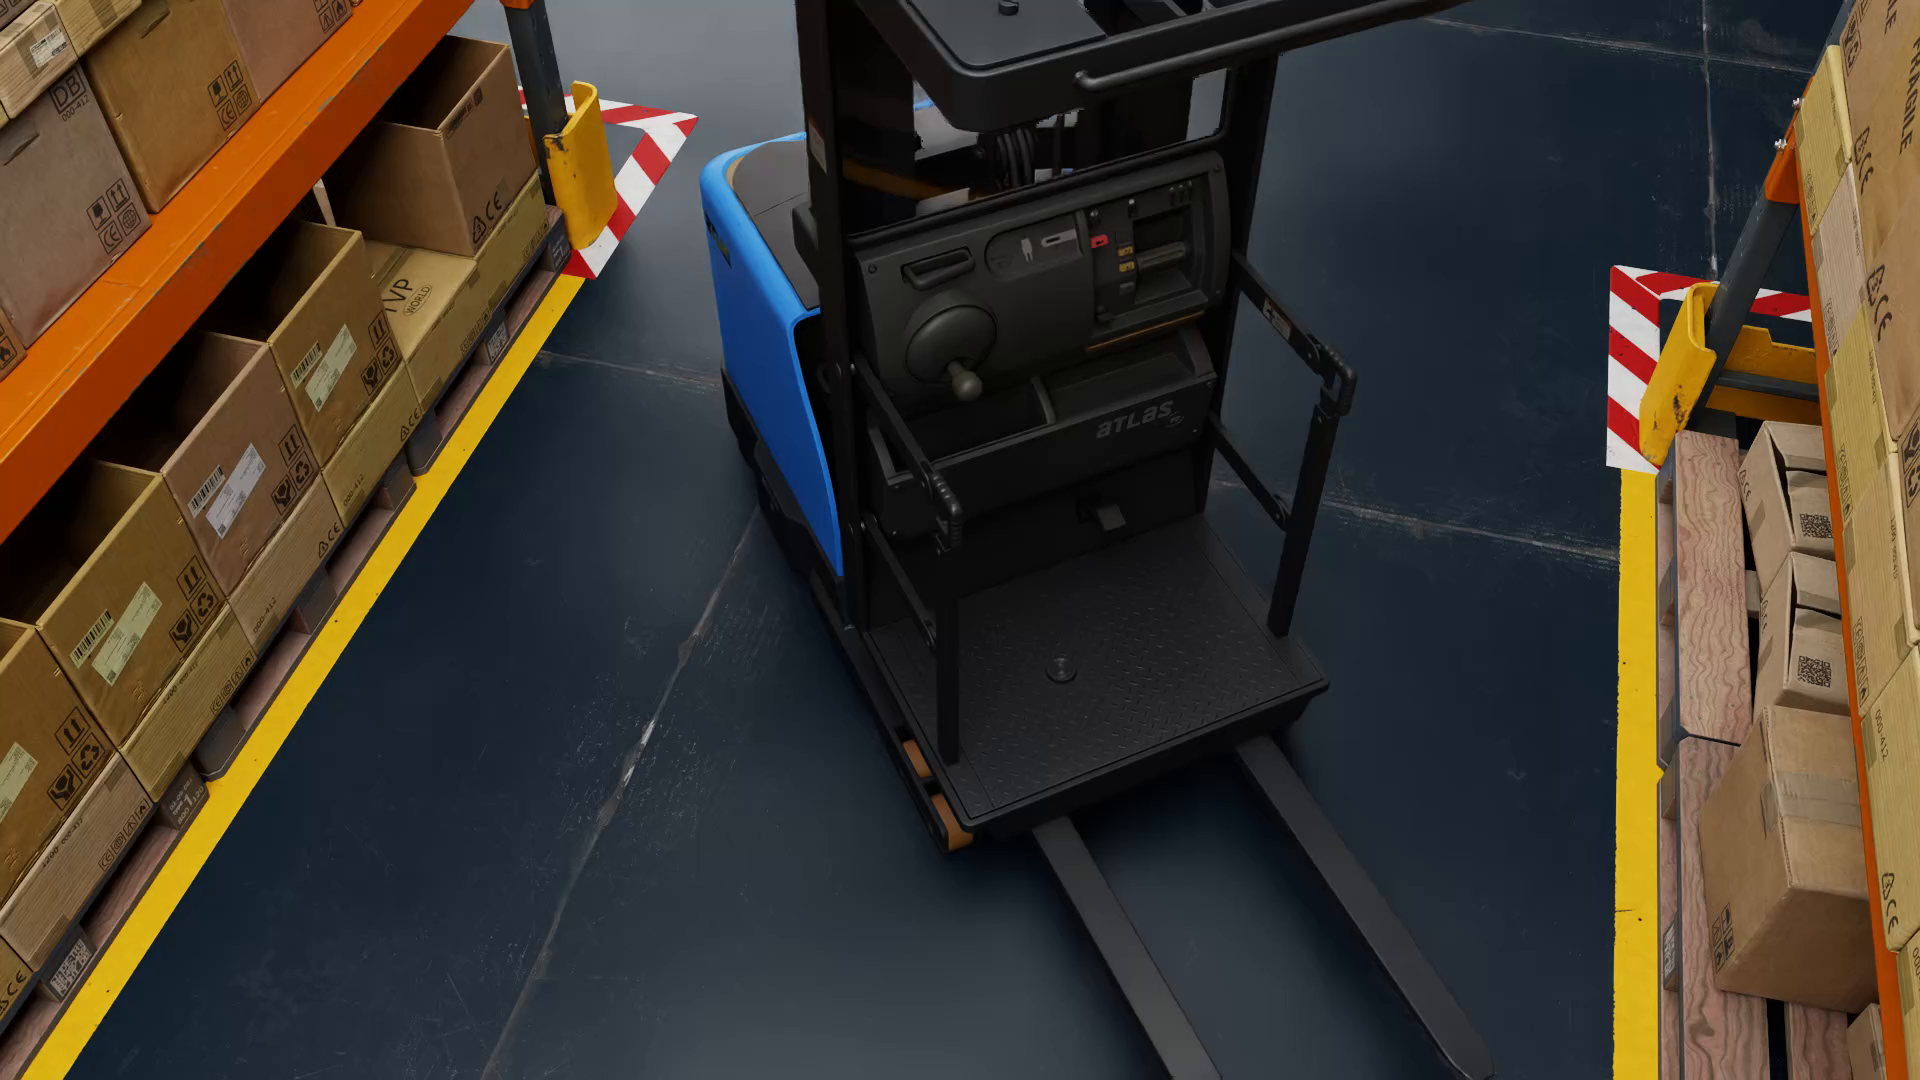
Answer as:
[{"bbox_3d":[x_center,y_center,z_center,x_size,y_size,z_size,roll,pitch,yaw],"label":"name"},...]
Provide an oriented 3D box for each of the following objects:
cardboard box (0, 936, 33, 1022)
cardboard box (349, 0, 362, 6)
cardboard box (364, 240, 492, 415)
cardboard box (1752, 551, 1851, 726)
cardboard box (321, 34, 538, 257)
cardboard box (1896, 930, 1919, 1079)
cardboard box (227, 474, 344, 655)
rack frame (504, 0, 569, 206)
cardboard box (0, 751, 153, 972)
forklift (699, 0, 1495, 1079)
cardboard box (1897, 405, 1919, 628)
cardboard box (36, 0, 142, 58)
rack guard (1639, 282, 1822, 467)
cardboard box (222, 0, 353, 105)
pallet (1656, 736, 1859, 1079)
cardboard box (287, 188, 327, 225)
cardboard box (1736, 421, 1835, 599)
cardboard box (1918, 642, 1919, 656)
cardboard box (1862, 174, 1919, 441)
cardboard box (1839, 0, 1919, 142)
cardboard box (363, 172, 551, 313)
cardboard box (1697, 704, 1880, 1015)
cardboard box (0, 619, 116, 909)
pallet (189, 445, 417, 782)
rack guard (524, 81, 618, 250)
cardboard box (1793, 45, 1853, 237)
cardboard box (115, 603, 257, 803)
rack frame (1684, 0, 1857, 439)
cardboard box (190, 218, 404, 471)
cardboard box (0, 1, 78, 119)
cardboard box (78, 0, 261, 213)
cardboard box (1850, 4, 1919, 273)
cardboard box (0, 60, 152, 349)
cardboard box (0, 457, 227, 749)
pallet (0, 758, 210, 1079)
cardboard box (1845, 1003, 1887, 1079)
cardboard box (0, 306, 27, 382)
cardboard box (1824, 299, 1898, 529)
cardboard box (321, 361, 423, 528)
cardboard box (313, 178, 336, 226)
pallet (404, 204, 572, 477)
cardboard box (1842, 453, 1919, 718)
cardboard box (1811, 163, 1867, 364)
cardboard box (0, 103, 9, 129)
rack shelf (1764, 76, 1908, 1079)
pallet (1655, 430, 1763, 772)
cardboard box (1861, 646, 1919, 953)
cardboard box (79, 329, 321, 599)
[{"bbox_3d":[-2.551,1.103,3.830,0.500,0.250,0.500,12,50,10],"label":"cardboard box"},{"bbox_3d":[-2.048,-1.984,4.934,0.700,0.500,0.500,12,50,10],"label":"cardboard box"},{"bbox_3d":[-1.889,-0.705,5.425,0.500,0.250,0.500,12,50,10],"label":"cardboard box"},{"bbox_3d":[2.448,0.328,4.460,0.500,0.311,0.500,15,50,13],"label":"cardboard box"},{"bbox_3d":[-1.767,-1.317,5.465,0.500,0.500,0.500,12,50,10],"label":"cardboard box"},{"bbox_3d":[1.786,0.864,2.573,0.500,0.250,0.500,12,50,10],"label":"cardboard box"},{"bbox_3d":[-2.152,0.018,4.787,0.500,0.250,0.500,12,50,10],"label":"cardboard box"},{"bbox_3d":[-1.913,-2.286,5.267,1.000,3.000,0.127,12,50,10],"label":"rack frame"},{"bbox_3d":[-2.414,0.742,4.148,0.500,0.250,0.500,12,50,10],"label":"cardboard box"},{"bbox_3d":[0.307,-0.509,3.745,1.130,2.935,3.031,-19,51,-16],"label":"forklift"},{"bbox_3d":[2.046,-0.127,2.948,0.500,0.500,0.500,13,50,11],"label":"cardboard box"},{"bbox_3d":[-2.169,-1.283,3.882,0.380,0.149,0.250,13,50,11],"label":"cardboard box"},{"bbox_3d":[2.847,-0.429,5.295,1.175,0.500,0.348,12,50,10],"label":"rack guard"},{"bbox_3d":[-2.182,-1.603,4.598,0.700,0.500,0.500,13,50,11],"label":"cardboard box"},{"bbox_3d":[2.276,1.127,4.115,1.003,0.211,1.213,12,50,10],"label":"pallet"},{"bbox_3d":[-2.398,-1.057,5.236,0.500,0.500,0.500,12,50,10],"label":"cardboard box"},{"bbox_3d":[2.598,-0.084,4.824,0.500,0.311,0.500,7,49,6],"label":"cardboard box"},{"bbox_3d":[1.909,0.250,2.615,0.500,0.500,0.500,10,49,9],"label":"cardboard box"},{"bbox_3d":[2.170,-0.502,3.279,0.500,0.500,0.500,10,49,9],"label":"cardboard box"},{"bbox_3d":[2.452,-1.230,3.922,0.500,0.500,0.500,12,50,10],"label":"cardboard box"},{"bbox_3d":[-1.769,-1.069,5.747,0.500,0.250,0.500,12,50,10],"label":"cardboard box"},{"bbox_3d":[2.207,0.786,3.929,0.700,0.500,0.500,9,49,8],"label":"cardboard box"},{"bbox_3d":[-2.417,0.493,3.868,0.500,0.500,0.500,12,50,10],"label":"cardboard box"},{"bbox_3d":[-2.397,0.078,5.040,1.003,0.211,1.213,12,50,10],"label":"pallet"},{"bbox_3d":[-1.906,-1.476,6.219,1.175,0.500,0.348,12,50,10],"label":"rack guard"},{"bbox_3d":[2.433,-0.978,4.199,0.500,0.250,0.500,10,49,9],"label":"cardboard box"},{"bbox_3d":[-2.278,0.381,4.467,0.500,0.250,0.500,12,50,10],"label":"cardboard box"},{"bbox_3d":[2.867,-1.311,4.407,1.000,3.000,0.127,12,50,10],"label":"rack frame"},{"bbox_3d":[-2.016,-0.590,4.824,0.500,0.500,0.500,12,50,10],"label":"cardboard box"},{"bbox_3d":[-2.236,-1.097,3.719,0.380,0.149,0.250,11,49,10],"label":"cardboard box"},{"bbox_3d":[-2.318,-1.245,4.282,0.700,0.500,0.500,12,50,10],"label":"cardboard box"},{"bbox_3d":[2.312,-0.875,3.608,0.500,0.500,0.500,12,50,10],"label":"cardboard box"},{"bbox_3d":[-2.453,-0.864,3.945,0.700,0.500,0.500,13,50,11],"label":"cardboard box"},{"bbox_3d":[-2.278,0.133,4.186,0.500,0.500,0.500,12,50,10],"label":"cardboard box"},{"bbox_3d":[-2.716,0.963,4.259,1.003,0.211,1.213,12,50,10],"label":"pallet"},{"bbox_3d":[2.255,1.227,3.774,0.380,0.149,0.250,8,49,7],"label":"cardboard box"},{"bbox_3d":[-2.586,-0.493,3.618,0.700,0.500,0.500,12,50,11],"label":"cardboard box"},{"bbox_3d":[2.170,-0.232,3.541,0.500,0.250,0.500,11,49,9],"label":"cardboard box"},{"bbox_3d":[-2.019,-0.343,5.106,0.500,0.250,0.500,12,50,10],"label":"cardboard box"},{"bbox_3d":[-2.269,-1.171,5.837,0.500,0.250,0.500,12,50,10],"label":"cardboard box"},{"bbox_3d":[-2.074,-0.802,5.817,1.003,0.211,1.213,12,50,10],"label":"pallet"},{"bbox_3d":[2.035,0.133,3.219,0.500,0.250,0.500,12,50,10],"label":"cardboard box"},{"bbox_3d":[2.310,-0.599,3.865,0.500,0.250,0.500,10,49,9],"label":"cardboard box"},{"bbox_3d":[-2.304,-0.918,3.560,0.380,0.149,0.250,11,50,10],"label":"cardboard box"},{"bbox_3d":[2.341,0.374,3.399,1.077,0.370,4.000,12,50,10],"label":"rack shelf"},{"bbox_3d":[2.599,0.247,4.891,1.003,0.211,1.213,12,50,10],"label":"pallet"},{"bbox_3d":[1.903,0.497,2.897,0.500,0.250,0.500,11,50,10],"label":"cardboard box"},{"bbox_3d":[-2.149,-0.229,4.505,0.500,0.500,0.500,12,50,10],"label":"cardboard box"}]
